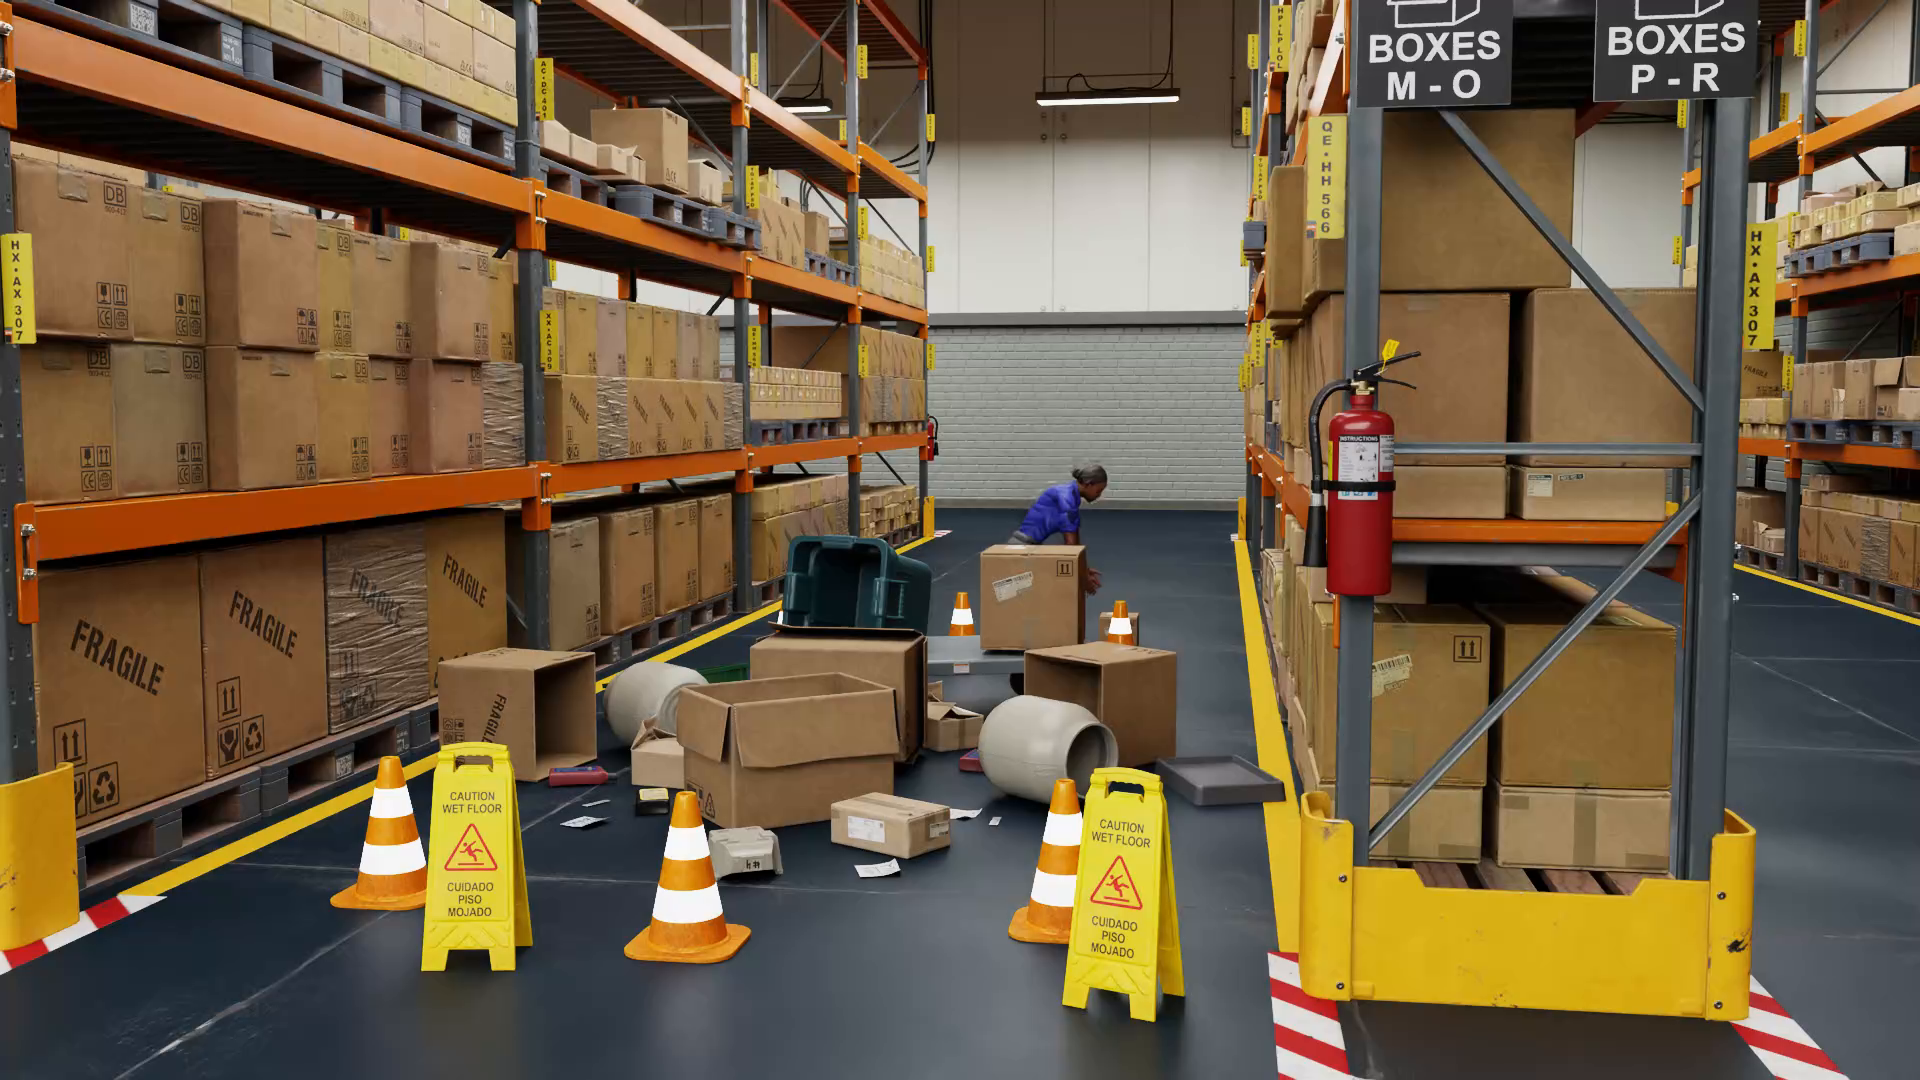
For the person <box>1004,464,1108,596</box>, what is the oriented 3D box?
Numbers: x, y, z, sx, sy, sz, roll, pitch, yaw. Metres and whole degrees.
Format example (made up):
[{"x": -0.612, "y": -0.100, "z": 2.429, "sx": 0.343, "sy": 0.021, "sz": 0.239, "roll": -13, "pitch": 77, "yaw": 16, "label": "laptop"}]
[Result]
[{"x": 0.627, "y": 0.120, "z": 11.051, "sx": 0.698, "sy": 1.248, "sz": 0.500, "roll": 1, "pitch": 5, "yaw": 9, "label": "person"}]
